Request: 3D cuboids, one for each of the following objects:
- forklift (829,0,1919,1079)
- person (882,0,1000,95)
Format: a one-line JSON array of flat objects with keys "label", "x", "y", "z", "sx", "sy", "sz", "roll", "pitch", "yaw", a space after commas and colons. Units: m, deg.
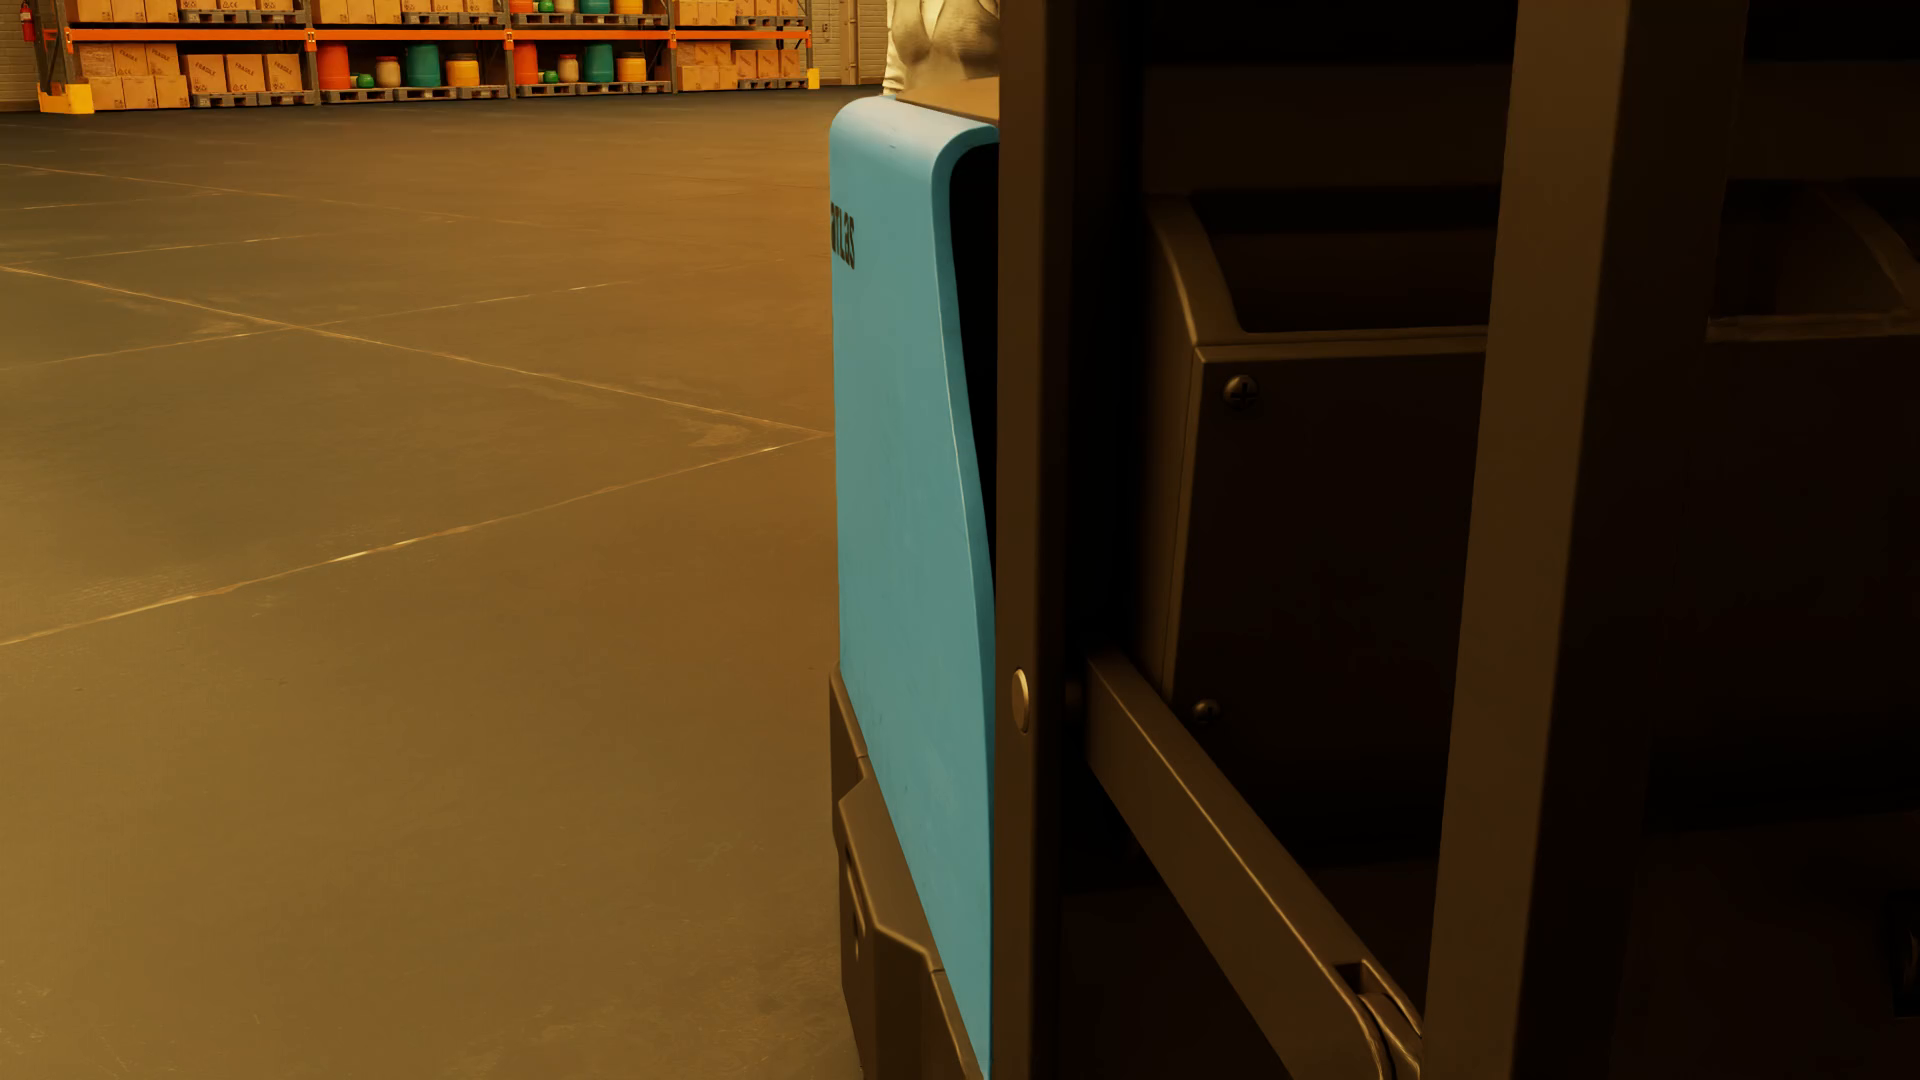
[{"label": "forklift", "x": 0.614, "y": -0.549, "z": 0.704, "sx": 1.130, "sy": 2.935, "sz": 3.031, "roll": -3, "pitch": 17, "yaw": -11}, {"label": "person", "x": -0.009, "y": -0.756, "z": 3.692, "sx": 0.467, "sy": 1.592, "sz": 0.344, "roll": 13, "pitch": 21, "yaw": 36}]
